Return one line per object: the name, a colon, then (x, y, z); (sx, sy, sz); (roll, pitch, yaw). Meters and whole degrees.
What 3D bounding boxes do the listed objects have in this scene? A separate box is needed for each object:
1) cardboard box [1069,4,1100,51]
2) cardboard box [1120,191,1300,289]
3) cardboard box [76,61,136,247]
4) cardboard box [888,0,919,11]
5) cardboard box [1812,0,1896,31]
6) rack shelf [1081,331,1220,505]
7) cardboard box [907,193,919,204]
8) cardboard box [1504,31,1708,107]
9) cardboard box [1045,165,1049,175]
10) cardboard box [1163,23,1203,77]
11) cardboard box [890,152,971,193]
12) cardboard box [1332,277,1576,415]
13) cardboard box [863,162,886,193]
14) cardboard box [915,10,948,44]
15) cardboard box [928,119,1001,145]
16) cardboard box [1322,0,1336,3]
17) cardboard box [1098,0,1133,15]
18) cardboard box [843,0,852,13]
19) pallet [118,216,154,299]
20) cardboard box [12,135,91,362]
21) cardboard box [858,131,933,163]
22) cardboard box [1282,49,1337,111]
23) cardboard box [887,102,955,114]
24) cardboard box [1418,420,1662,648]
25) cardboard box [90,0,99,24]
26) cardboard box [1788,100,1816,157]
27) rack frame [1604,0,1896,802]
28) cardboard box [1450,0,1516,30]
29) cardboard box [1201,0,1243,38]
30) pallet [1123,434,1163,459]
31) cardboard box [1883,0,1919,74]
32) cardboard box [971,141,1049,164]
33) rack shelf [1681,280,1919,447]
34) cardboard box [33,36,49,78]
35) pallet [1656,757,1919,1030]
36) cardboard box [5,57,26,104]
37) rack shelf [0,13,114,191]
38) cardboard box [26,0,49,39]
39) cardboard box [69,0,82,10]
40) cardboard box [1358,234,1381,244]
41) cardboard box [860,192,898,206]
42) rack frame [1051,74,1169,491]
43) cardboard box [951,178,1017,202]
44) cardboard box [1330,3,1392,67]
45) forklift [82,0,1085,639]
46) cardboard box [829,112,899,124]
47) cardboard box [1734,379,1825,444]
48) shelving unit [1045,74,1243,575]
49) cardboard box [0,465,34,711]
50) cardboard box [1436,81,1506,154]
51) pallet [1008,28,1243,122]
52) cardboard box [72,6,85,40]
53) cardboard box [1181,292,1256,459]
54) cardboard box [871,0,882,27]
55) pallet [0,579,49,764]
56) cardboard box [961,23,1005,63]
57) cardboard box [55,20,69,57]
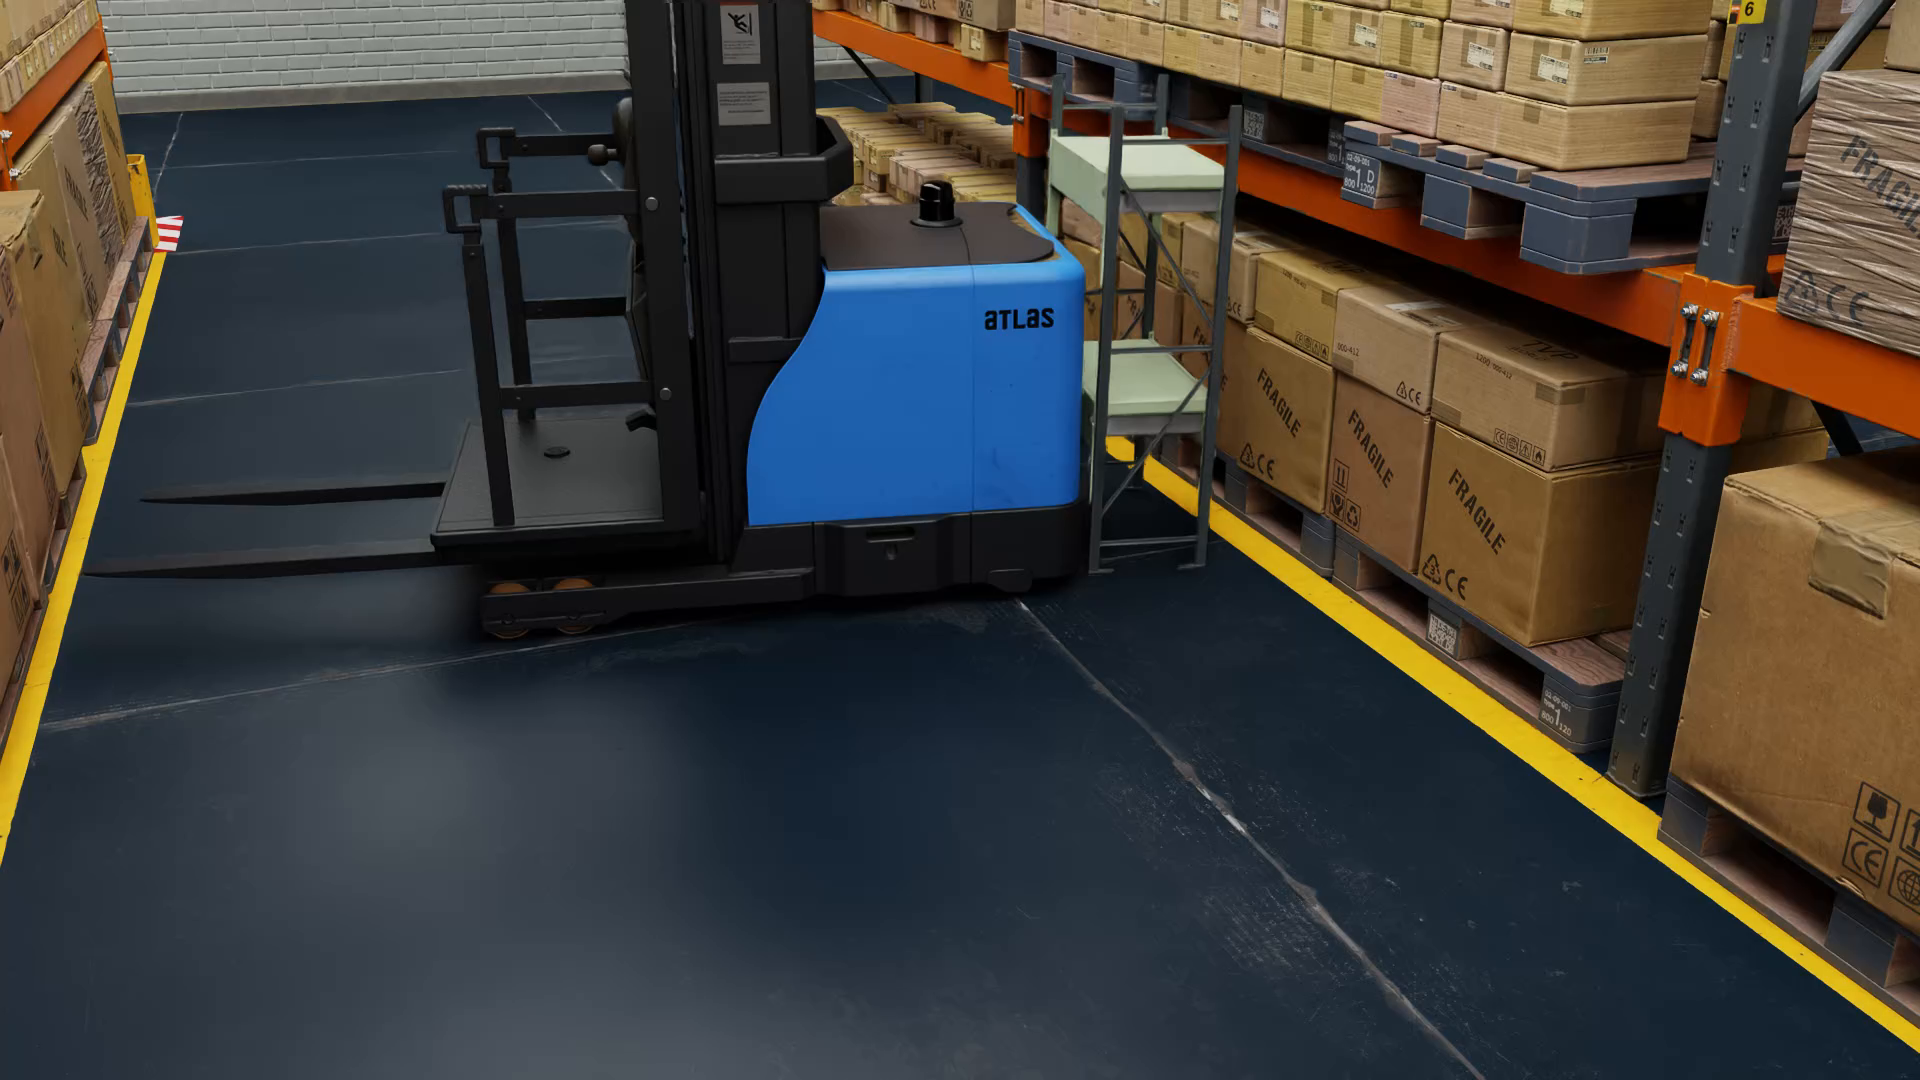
cardboard box: (0.637, -1.947, 6.291); (0.380, 0.149, 0.250); (-8, 24, -19)
cardboard box: (0.944, -1.156, 6.344); (0.500, 0.250, 0.500); (-8, 24, -18)
cardboard box: (-5.048, -2.069, 8.993); (0.875, 0.875, 0.875); (-8, 24, -19)
cardboard box: (-0.052, -2.957, 8.392); (0.500, 0.500, 0.500); (-8, 24, -19)
cardboard box: (2.170, -1.362, 4.135); (0.380, 0.149, 0.250); (-8, 24, -19)
rack shelf: (0.556, -0.432, 5.671); (0.431, 0.370, 0.720); (-3, 23, -10)
cardboard box: (-0.068, -1.841, 9.003); (0.380, 0.149, 0.250); (-10, 25, -21)
cardboard box: (1.553, -1.145, 4.005); (0.380, 0.149, 0.250); (-8, 24, -18)
cardboard box: (0.521, -1.860, 8.664); (0.380, 0.149, 0.250); (-9, 24, -20)
cardboard box: (0.915, -1.665, 5.621); (0.380, 0.149, 0.250); (-9, 24, -20)
cardboard box: (-0.159, -1.978, 8.946); (0.380, 0.149, 0.250); (-9, 25, -21)
cardboard box: (1.478, -0.595, 5.013); (0.500, 0.250, 0.500); (-8, 24, -18)
cardboard box: (-0.343, -2.136, 9.703); (0.380, 0.149, 0.250); (-10, 25, -22)
cardboard box: (-0.003, -2.599, 8.377); (0.380, 0.149, 0.250); (-9, 25, -21)
cardboard box: (0.029, -2.438, 10.037); (0.380, 0.149, 0.250); (-9, 25, -21)
cardboard box: (1.194, -1.652, 4.825); (0.380, 0.149, 0.250); (-8, 24, -19)
cardboard box: (0.726, -1.994, 6.018); (0.380, 0.149, 0.250); (-9, 25, -21)
cardboard box: (-0.472, -3.175, 9.744); (0.380, 0.149, 0.250); (-7, 24, -17)
pallet: (-4.993, -1.512, 9.065); (1.003, 0.211, 1.213); (-8, 24, -19)
cardboard box: (-4.094, -1.088, 6.665); (0.875, 0.875, 0.875); (-8, 24, -19)
cardboard box: (-0.372, -2.264, 9.623); (0.380, 0.149, 0.250); (-7, 24, -17)
cardboard box: (1.190, -1.380, 4.945); (0.380, 0.149, 0.250); (-9, 25, -21)
cardboard box: (-0.249, -2.717, 10.698); (0.380, 0.149, 0.250); (-8, 24, -18)
cardboard box: (1.676, -0.059, 4.705); (0.500, 0.500, 0.500); (-8, 24, -19)
cardboard box: (-4.915, -2.877, 9.036); (0.380, 0.149, 0.250); (-8, 24, -18)
cardboard box: (2.184, -1.082, 4.237); (0.380, 0.149, 0.250); (-9, 24, -20)
rack frame: (2.153, -0.814, 3.818); (1.000, 3.000, 0.127); (-8, 24, -19)
cardboard box: (1.464, -1.372, 4.161); (0.380, 0.149, 0.250); (-9, 24, -20)
cardboard box: (1.003, -1.708, 5.339); (0.380, 0.149, 0.250); (-9, 24, -20)
pallet: (1.016, -0.699, 7.138); (1.003, 0.211, 1.213); (-8, 24, -19)
cardboard box: (2.302, -1.156, 3.214); (0.700, 0.500, 0.500); (-8, 24, -19)
cardboard box: (0.284, -2.146, 9.343); (0.380, 0.149, 0.250); (-8, 24, -19)
rack shelf: (2.860, 0.245, 2.234); (1.077, 0.370, 4.000); (-8, 24, -19)
cardboard box: (-4.101, -2.040, 7.051); (0.380, 0.149, 0.250); (-9, 24, -20)
pallet: (2.361, 0.768, 3.656); (1.003, 0.211, 1.213); (-8, 24, -19)
cardboard box: (-3.822, -1.756, 6.378); (0.380, 0.149, 0.250); (-9, 25, -21)
rack shelf: (-4.642, -2.018, 7.603); (1.077, 0.370, 4.000); (-8, 24, -19)
cardboard box: (-4.216, -2.267, 7.076); (0.500, 0.250, 0.500); (-8, 24, -18)
cardboard box: (-4.751, -2.821, 8.390); (0.500, 0.250, 0.500); (-9, 24, -20)
cardboard box: (1.609, -1.040, 6.067); (0.500, 0.250, 0.500); (-9, 25, -21)
cardboard box: (-0.351, -1.903, 9.532); (0.380, 0.149, 0.250); (-10, 25, -22)
rack frame: (0.494, -0.872, 5.878); (0.400, 1.500, 0.023); (-3, 23, -10)
cardboard box: (0.149, -1.691, 8.265); (0.380, 0.149, 0.250); (-9, 24, -19)
cardboard box: (1.273, -1.428, 4.677); (0.380, 0.149, 0.250); (-8, 24, -19)
forklift: (-1.174, -1.273, 4.995); (3.031, 2.935, 1.130); (-4, 23, -9)
cardboard box: (-0.596, -2.554, 10.311); (0.380, 0.149, 0.250); (-8, 24, -18)
cardboard box: (2.136, -0.485, 4.750); (0.500, 0.250, 0.500); (-9, 25, -21)
shelving unit: (0.562, -0.733, 5.546); (0.431, 1.500, 0.755); (-3, 23, -10)
cardboard box: (-3.055, 0.037, 3.995); (1.225, 0.875, 0.875); (-8, 24, -19)
cardboard box: (1.463, -1.098, 4.276); (0.380, 0.149, 0.250); (-8, 24, -19)
pallet: (0.874, -1.881, 6.598); (1.003, 0.211, 1.213); (-8, 24, -19)
cardboard box: (-4.646, -2.600, 8.380); (0.380, 0.149, 0.250); (-8, 24, -18)
cardboard box: (1.139, -0.623, 6.044); (0.500, 0.500, 0.500); (-8, 24, -18)
cardboard box: (-0.266, -2.882, 9.050); (0.380, 0.149, 0.250); (-7, 24, -17)
pallet: (-3.158, 0.376, 4.587); (1.003, 0.211, 1.213); (-8, 24, -19)
cardboard box: (0.227, -2.302, 7.672); (0.380, 0.149, 0.250); (-9, 24, -20)
cardboard box: (-4.375, -2.321, 7.719); (0.380, 0.149, 0.250); (-8, 24, -18)
